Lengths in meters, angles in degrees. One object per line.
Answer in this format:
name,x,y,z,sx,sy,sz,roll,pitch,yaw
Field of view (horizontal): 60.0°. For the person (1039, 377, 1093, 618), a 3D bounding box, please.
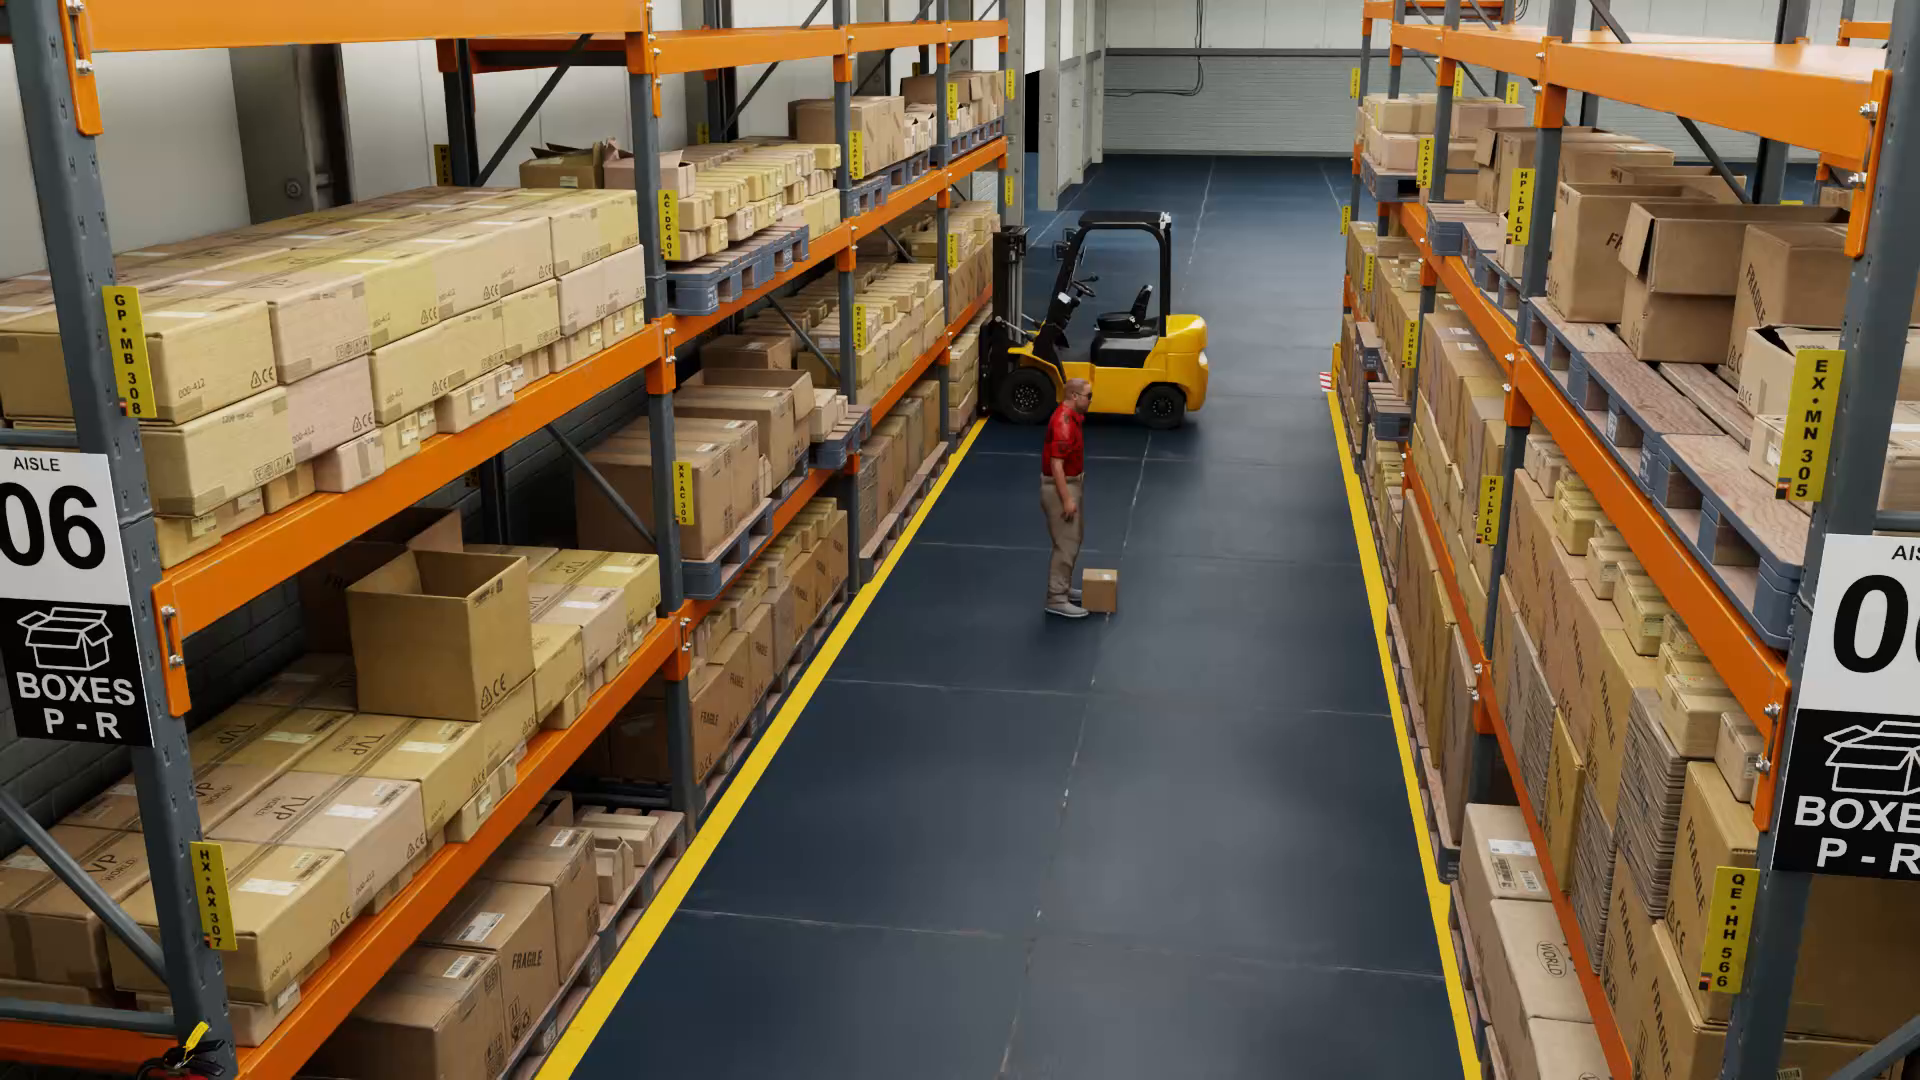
person,0.783,-0.338,12.128,0.393,1.727,0.587,3,18,9
